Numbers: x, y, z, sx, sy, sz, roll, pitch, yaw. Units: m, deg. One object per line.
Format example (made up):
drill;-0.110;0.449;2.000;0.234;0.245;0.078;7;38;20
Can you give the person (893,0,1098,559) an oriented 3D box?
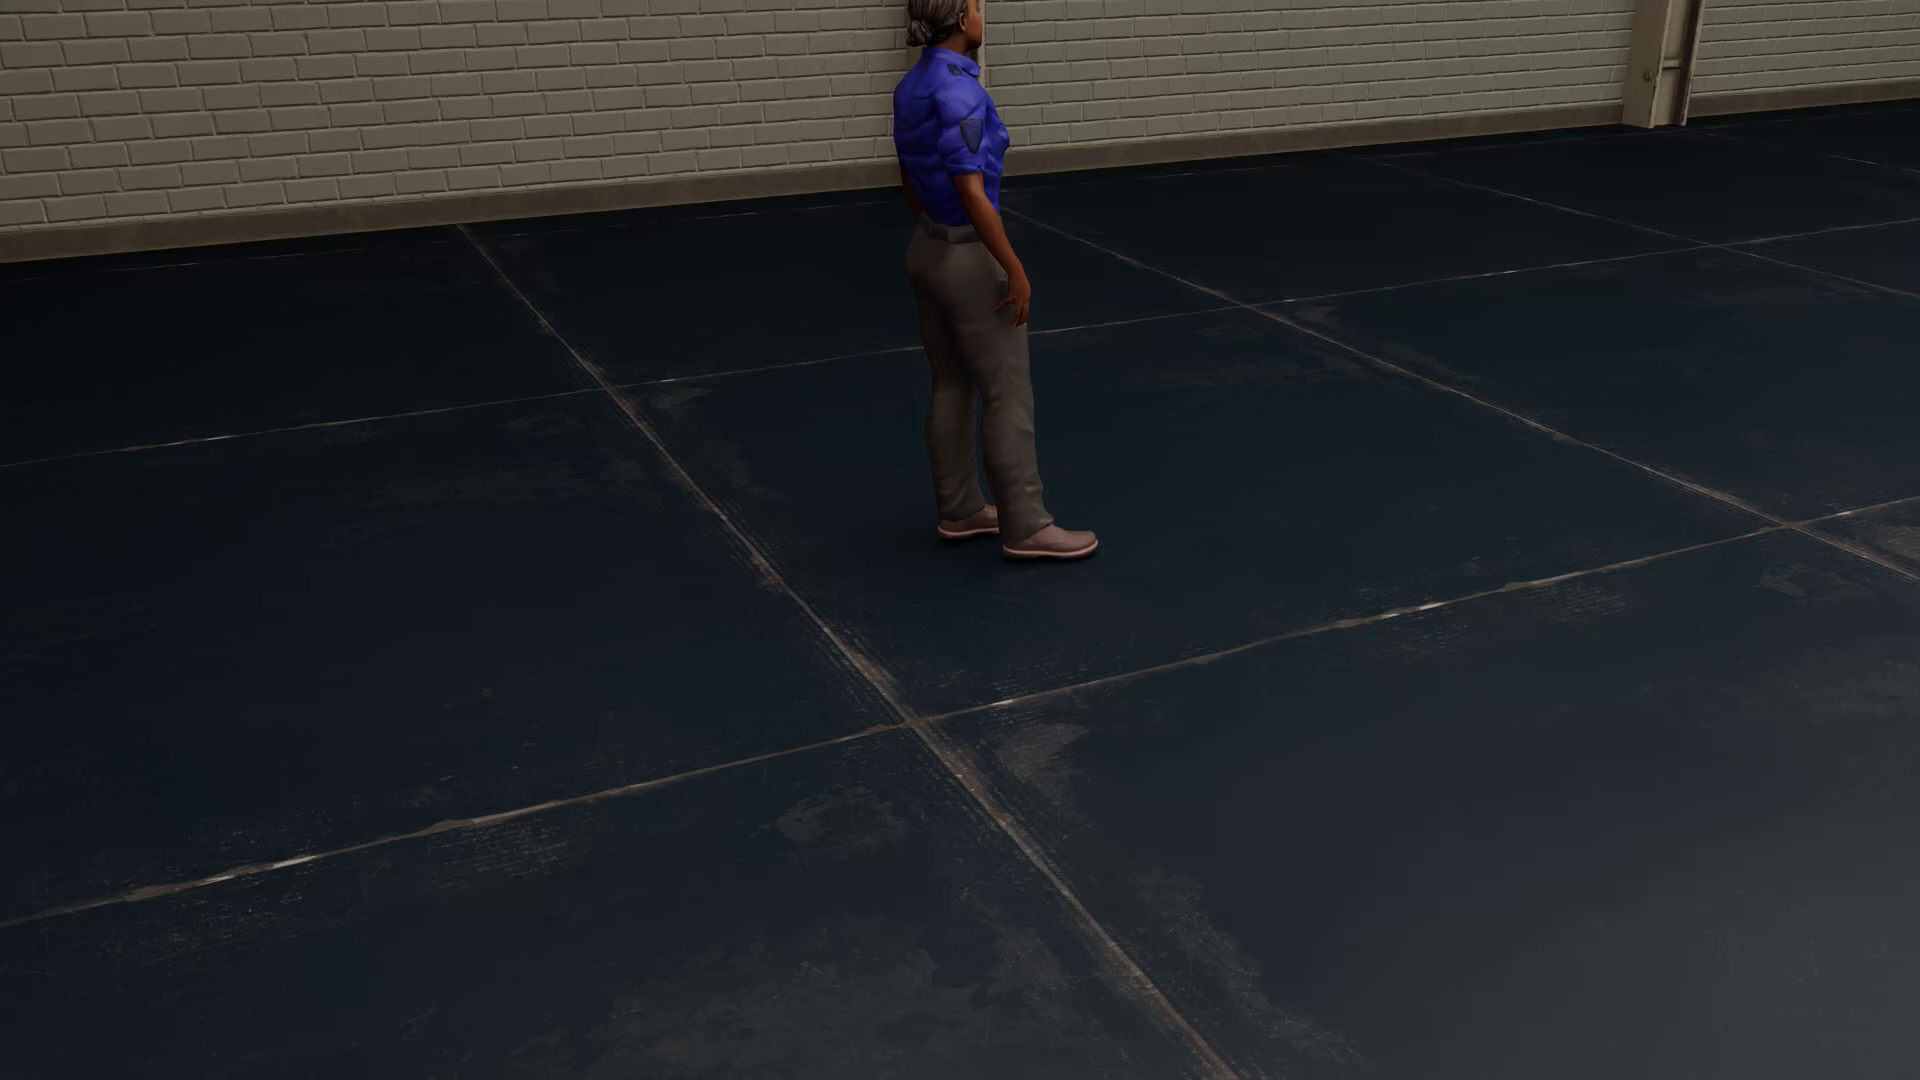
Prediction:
person;0.088;-0.778;4.804;0.504;1.654;0.569;-10;25;-23
